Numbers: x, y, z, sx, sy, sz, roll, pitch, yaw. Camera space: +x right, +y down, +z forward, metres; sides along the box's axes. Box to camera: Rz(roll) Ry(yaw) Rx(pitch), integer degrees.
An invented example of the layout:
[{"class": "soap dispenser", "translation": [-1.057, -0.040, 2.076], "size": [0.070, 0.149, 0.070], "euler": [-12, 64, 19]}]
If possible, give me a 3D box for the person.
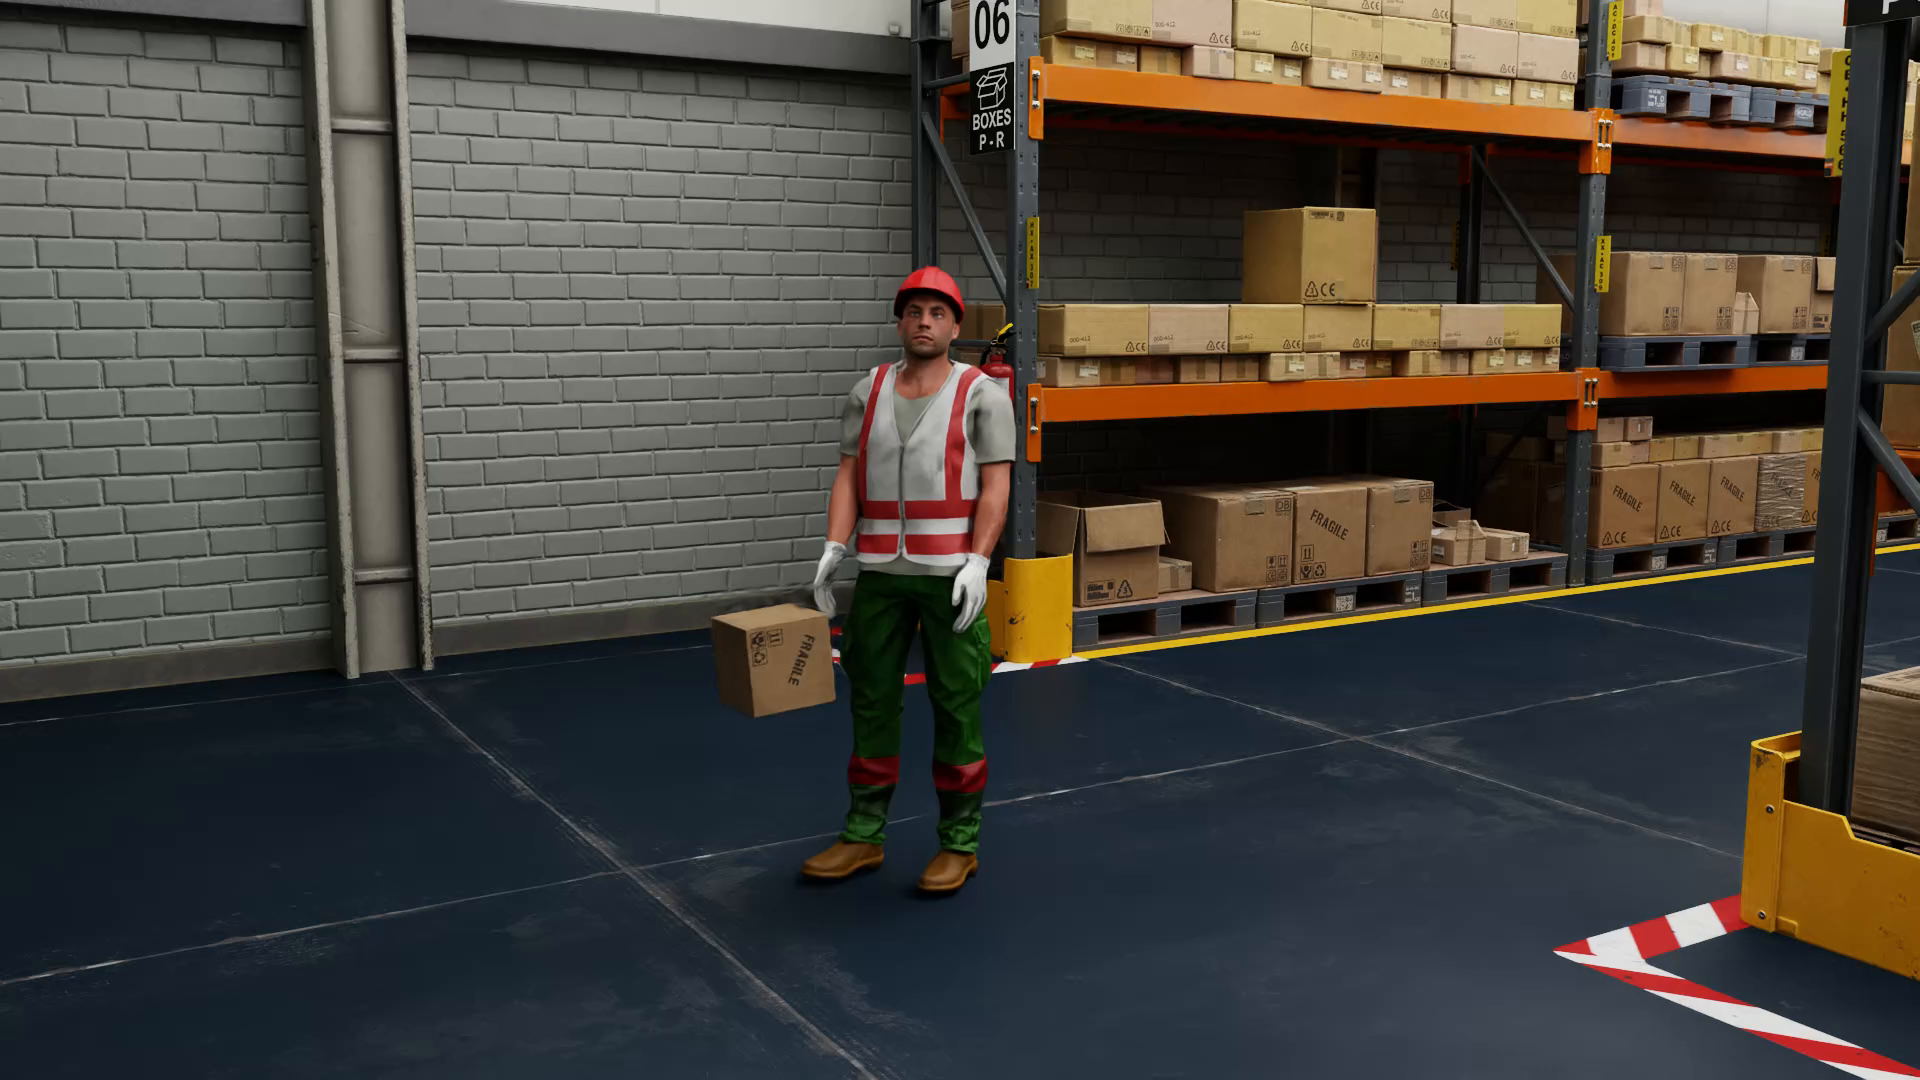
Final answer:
[{"class": "person", "translation": [-0.149, 0.111, 4.835], "size": [0.586, 1.795, 0.450], "euler": [3, 9, 21]}]
